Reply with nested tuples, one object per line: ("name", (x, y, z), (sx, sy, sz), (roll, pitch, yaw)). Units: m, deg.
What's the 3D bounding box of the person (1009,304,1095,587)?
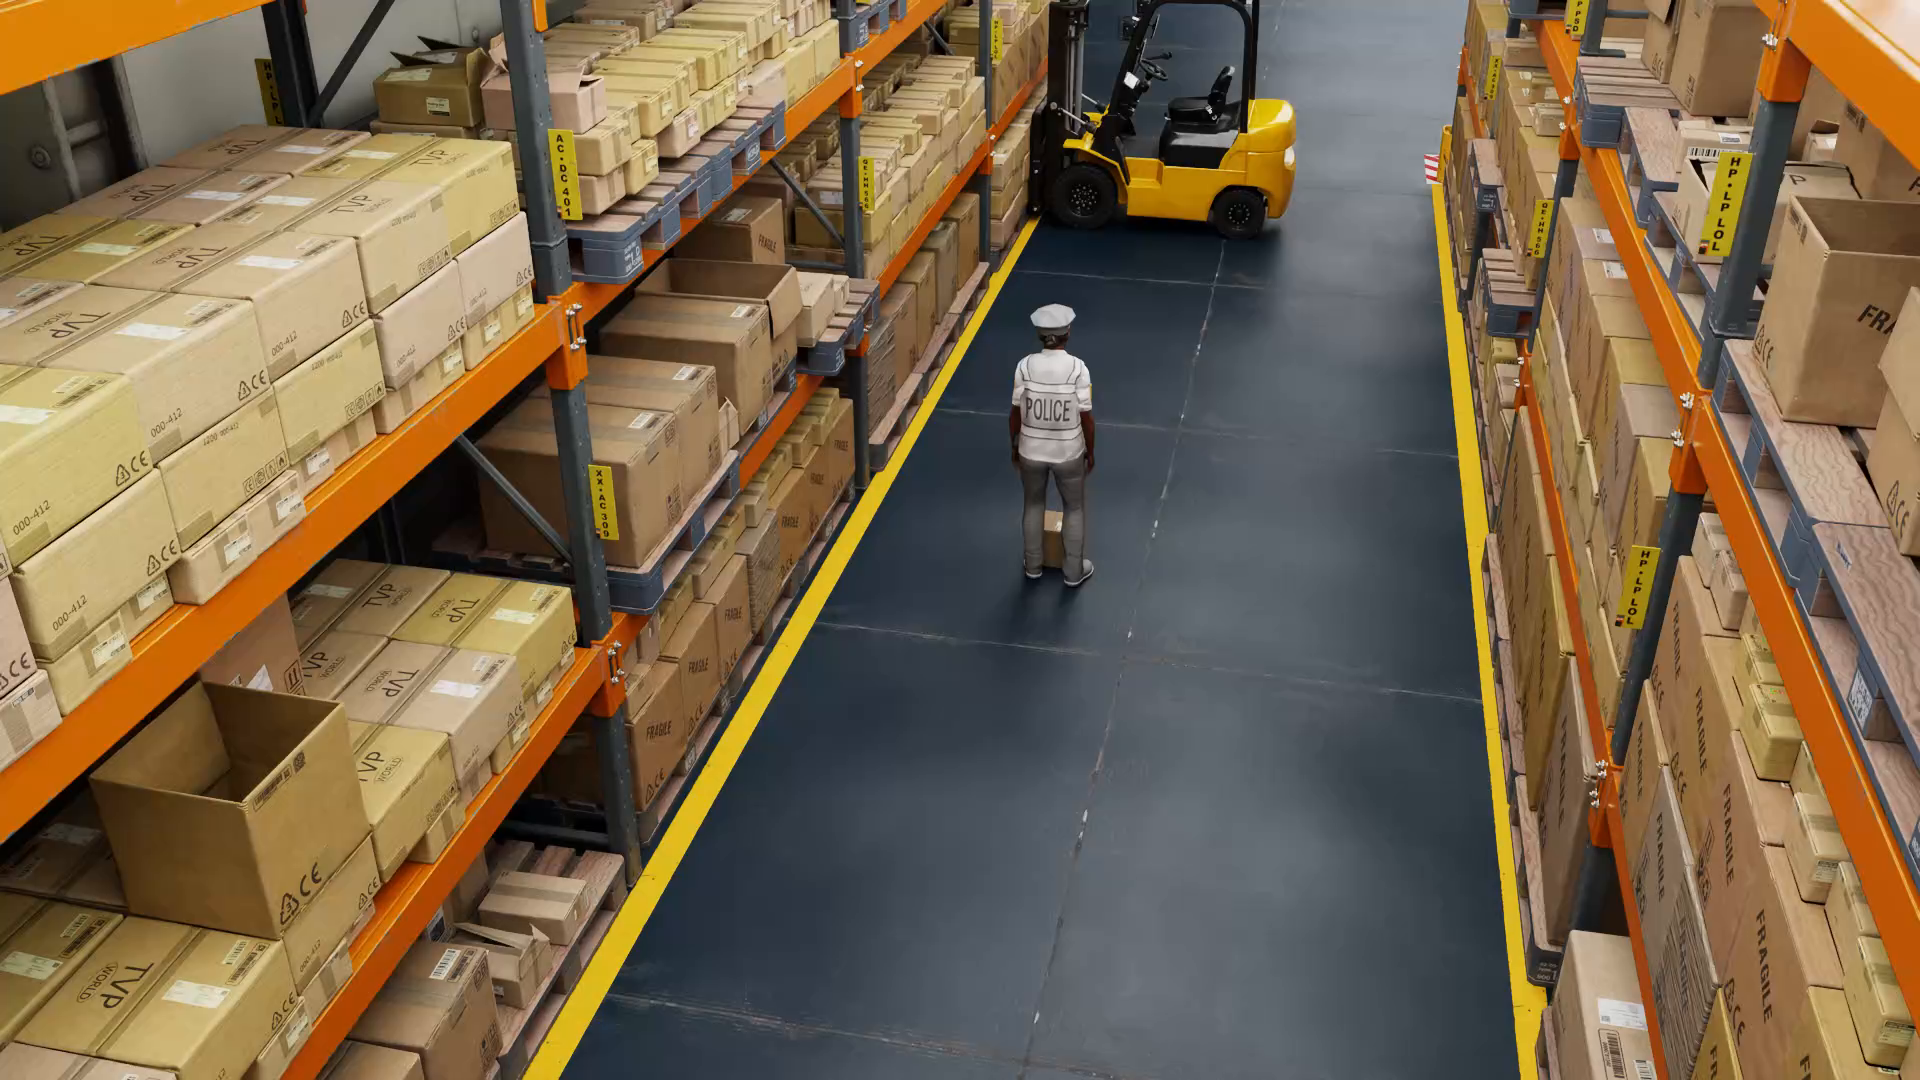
("person", (0.535, -0.512, 9.540), (0.503, 1.656, 0.422), (6, 29, 10))
